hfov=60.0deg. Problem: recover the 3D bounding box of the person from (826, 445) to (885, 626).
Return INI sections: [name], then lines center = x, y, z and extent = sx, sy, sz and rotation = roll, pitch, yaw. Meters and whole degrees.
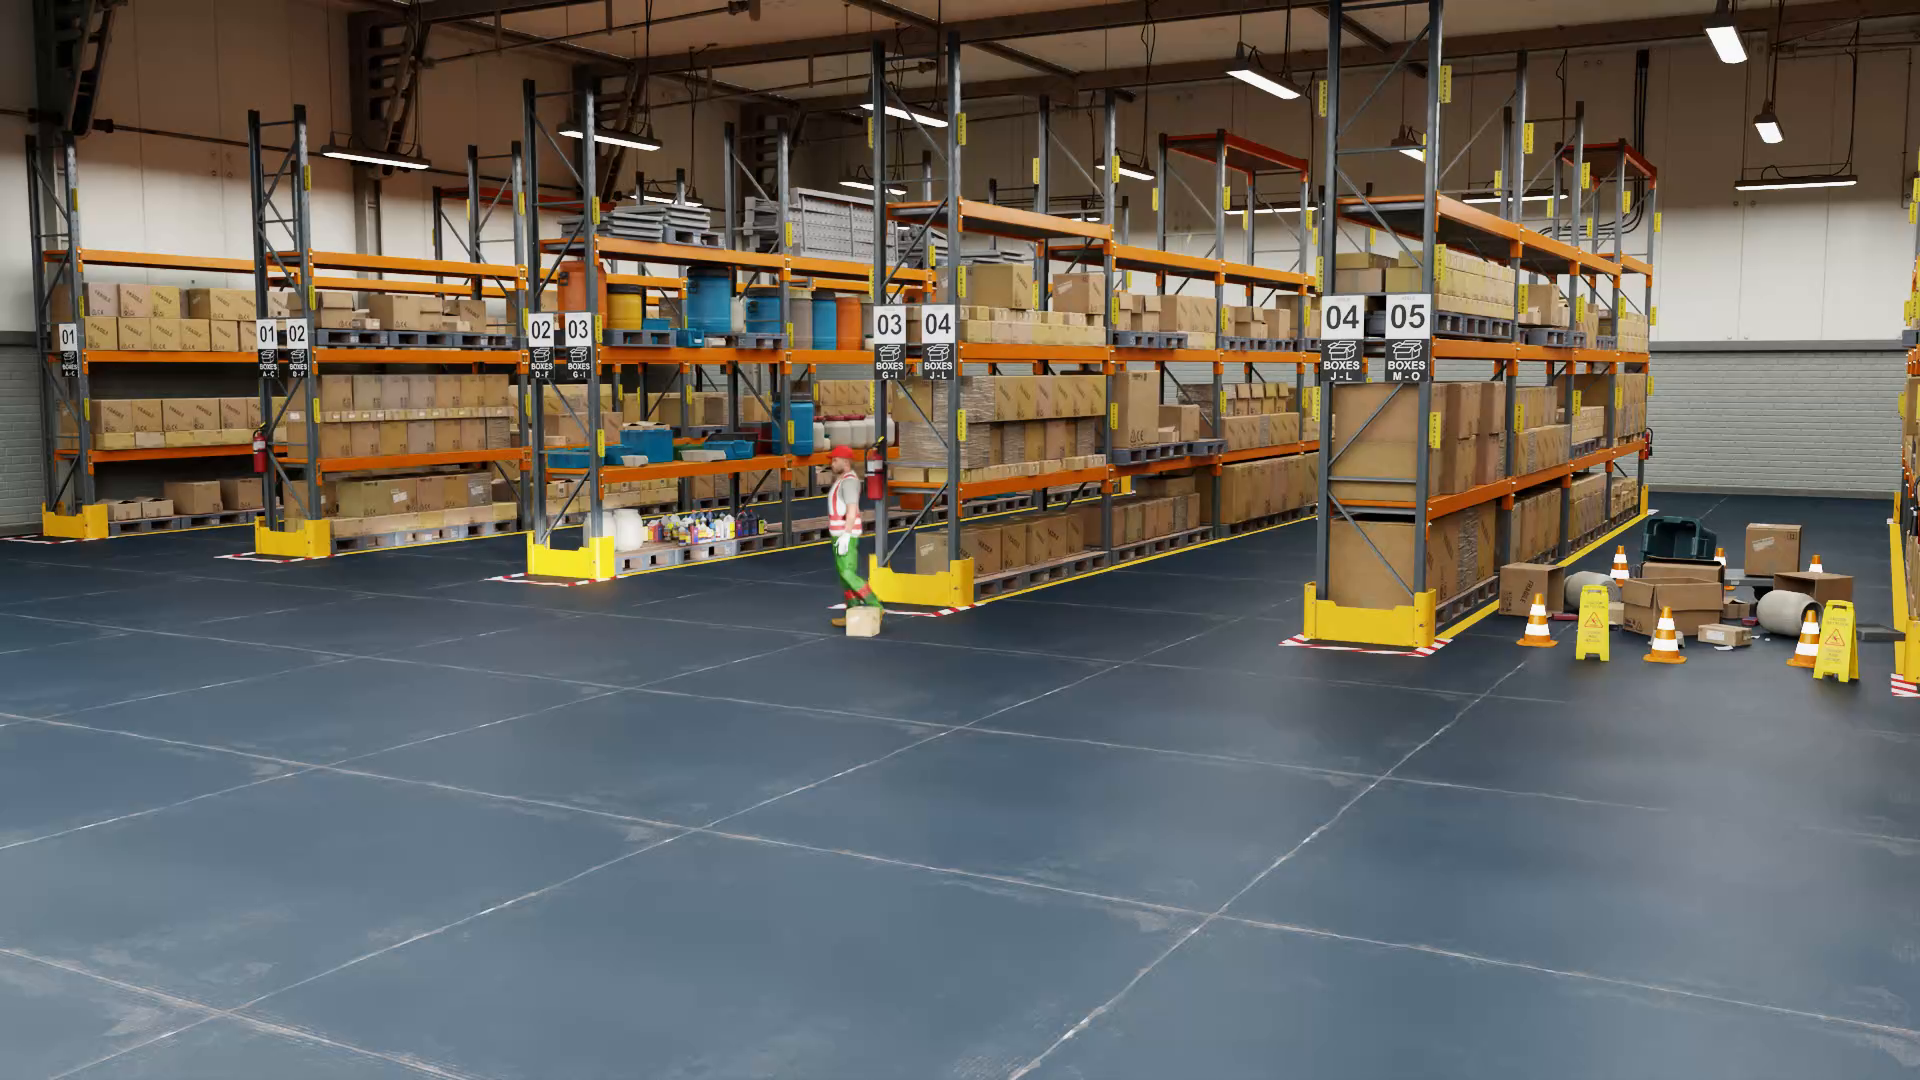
[person]
center = -1.025, -0.033, 16.226
extent = 0.542, 1.779, 0.725
rotation = -1, 6, -12
